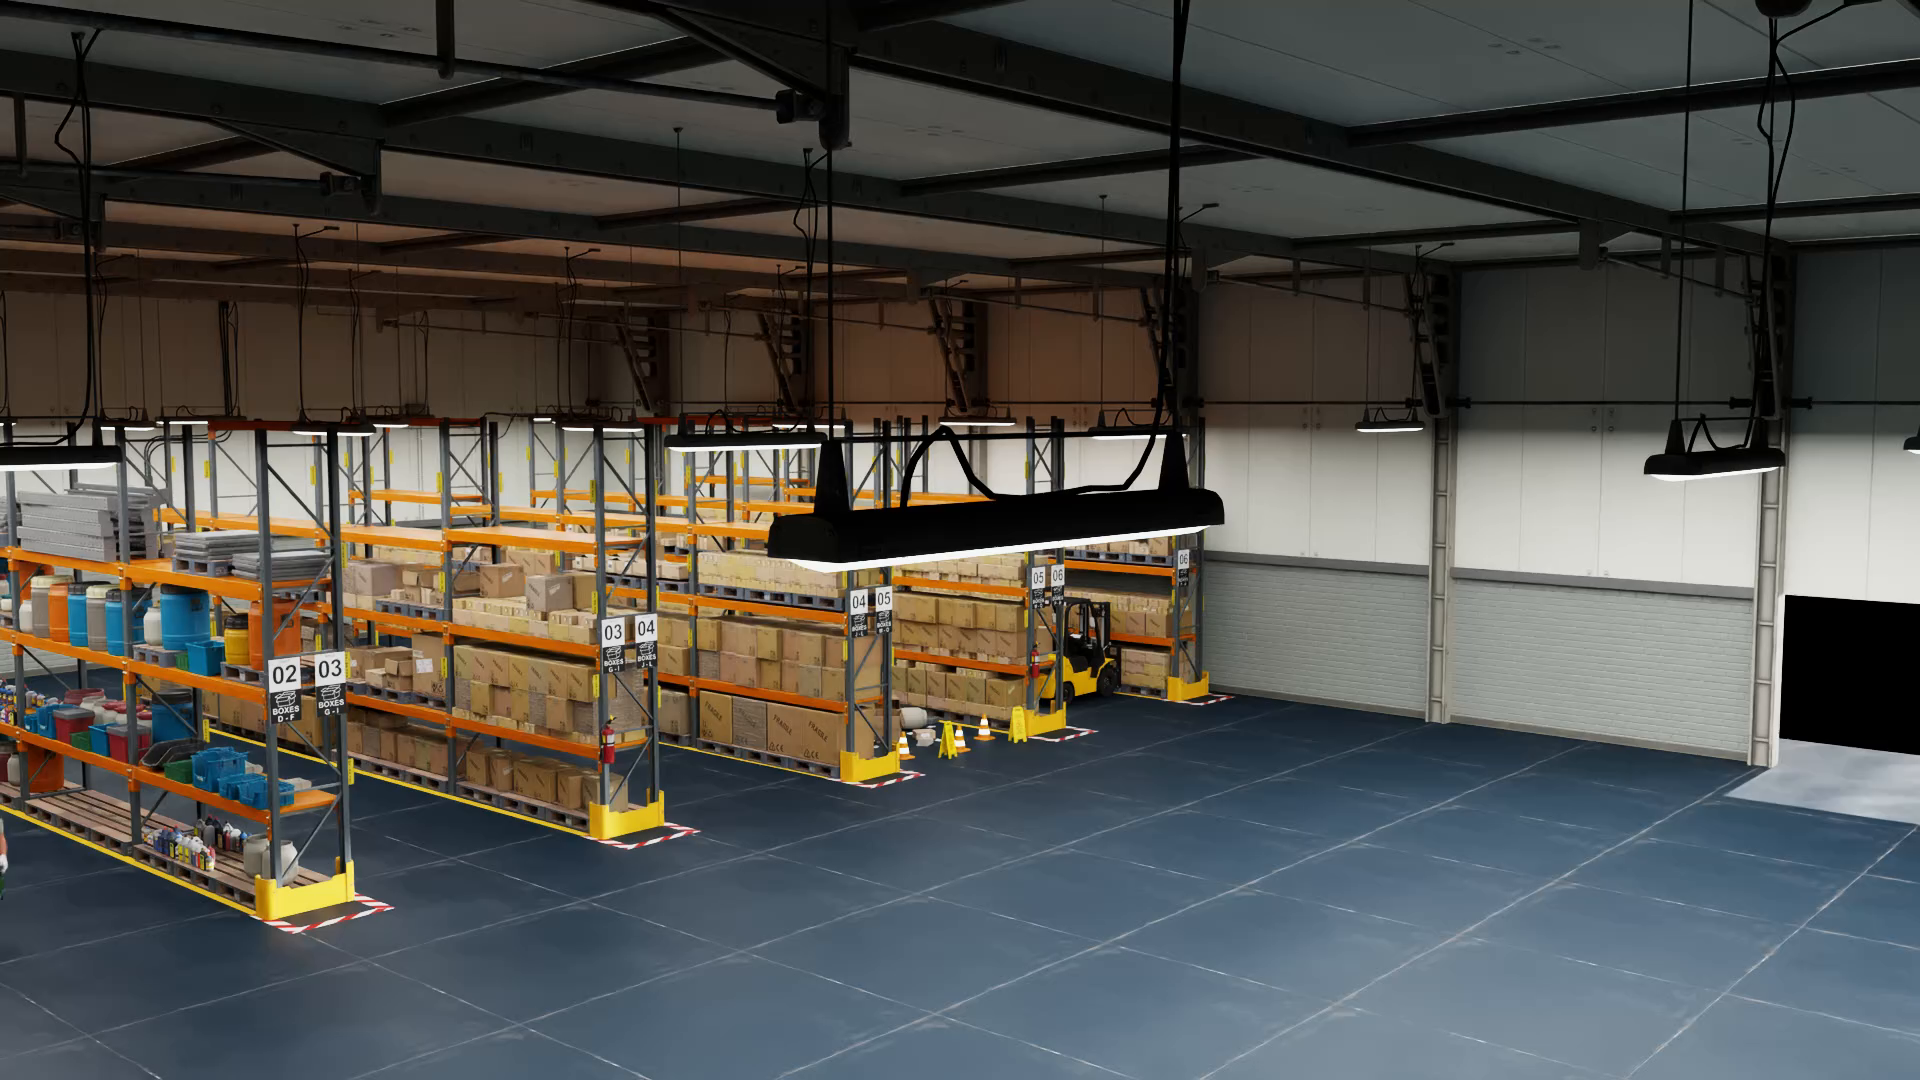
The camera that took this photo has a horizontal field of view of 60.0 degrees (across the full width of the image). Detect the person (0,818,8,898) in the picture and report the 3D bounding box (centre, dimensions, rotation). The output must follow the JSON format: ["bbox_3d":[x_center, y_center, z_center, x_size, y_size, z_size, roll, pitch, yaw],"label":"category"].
[{"bbox_3d":[-11.589,3.832,19.573,0.702,1.762,0.620,4,6,37],"label":"person"}]
